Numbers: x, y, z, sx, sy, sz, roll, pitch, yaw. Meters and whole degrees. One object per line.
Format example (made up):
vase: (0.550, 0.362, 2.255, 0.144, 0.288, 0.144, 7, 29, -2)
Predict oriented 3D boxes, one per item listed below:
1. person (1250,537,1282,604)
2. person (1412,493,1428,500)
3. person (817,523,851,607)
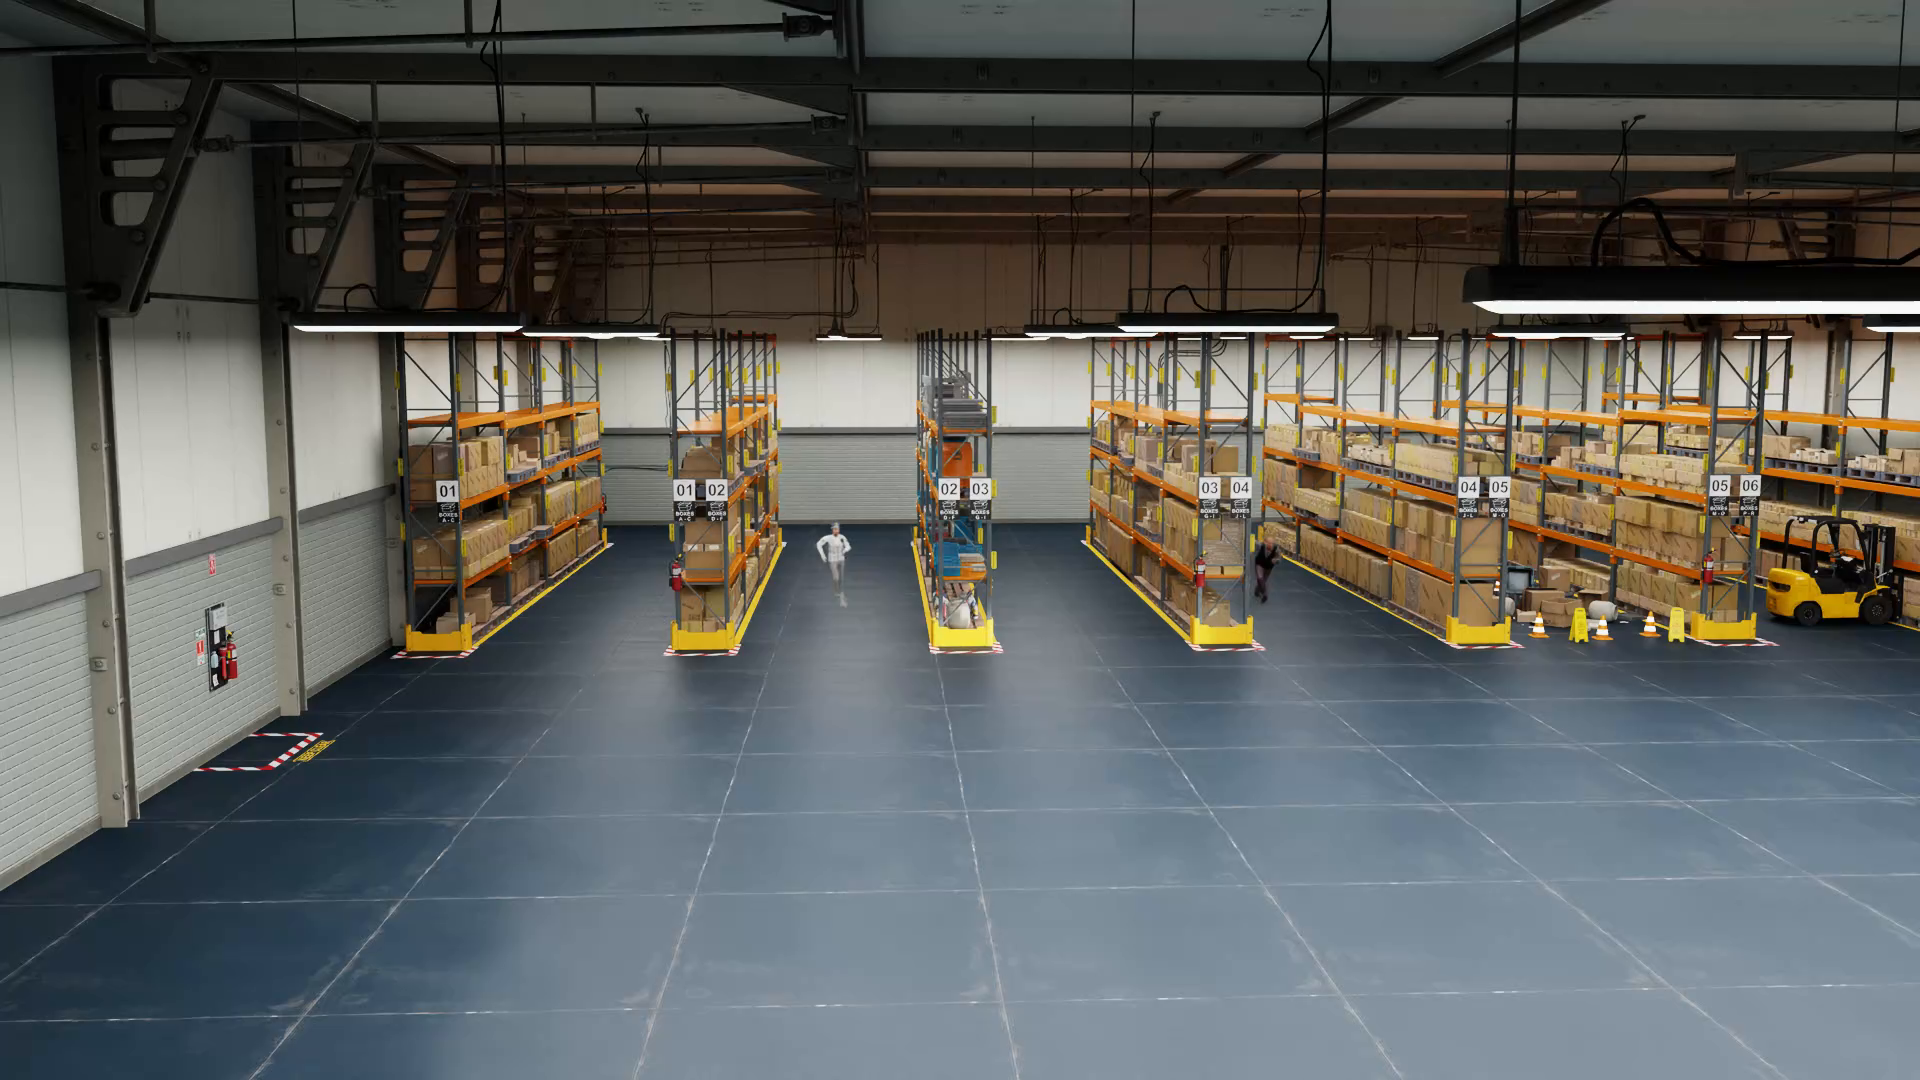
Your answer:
person: (6.797, 0.633, 37.056, 0.639, 1.502, 1.153, 0, 7, 0)
person: (13.649, -0.955, 49.398, 0.731, 1.737, 0.704, 0, 7, 1)
person: (-2.613, 0.498, 34.888, 0.699, 1.763, 0.711, -3, 7, -23)
